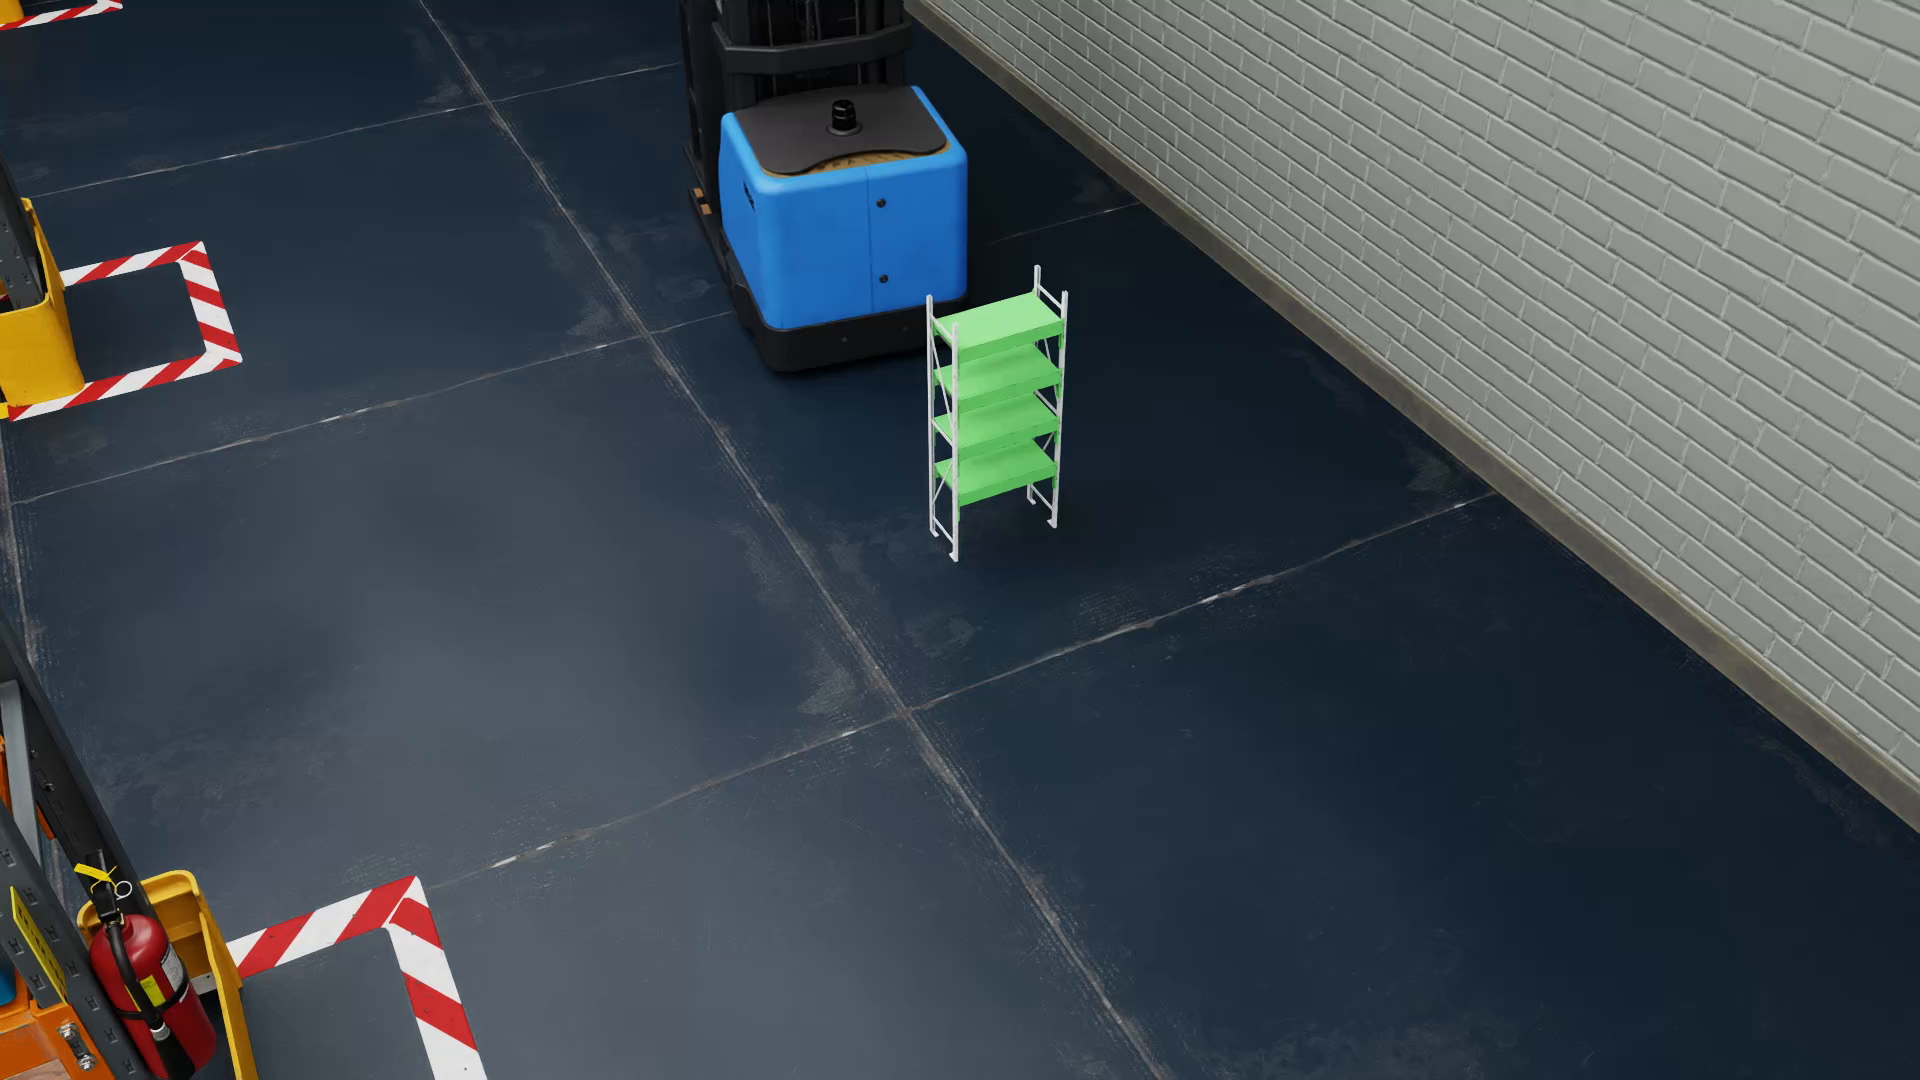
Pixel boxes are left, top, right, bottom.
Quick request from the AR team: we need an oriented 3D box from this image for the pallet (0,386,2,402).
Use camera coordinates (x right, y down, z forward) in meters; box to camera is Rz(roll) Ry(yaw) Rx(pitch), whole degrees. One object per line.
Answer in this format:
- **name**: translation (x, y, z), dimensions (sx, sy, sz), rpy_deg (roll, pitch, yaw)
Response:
- **pallet**: translation (-5.388, -0.850, 8.091), dimensions (1.213, 0.211, 1.003), rpy_deg (-19, 44, -21)

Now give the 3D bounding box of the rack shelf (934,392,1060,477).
- **rack shelf**: translation (0.147, -0.459, 6.962), dimensions (0.480, 0.148, 0.258), rpy_deg (-19, 44, -21)

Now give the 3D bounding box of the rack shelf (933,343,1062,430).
- **rack shelf**: translation (0.147, -0.642, 6.807), dimensions (0.480, 0.148, 0.258), rpy_deg (-19, 44, -21)

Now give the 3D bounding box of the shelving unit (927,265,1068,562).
- **shelving unit**: translation (0.147, -0.507, 6.921), dimensions (0.503, 1.200, 0.258), rpy_deg (-19, 44, -21)

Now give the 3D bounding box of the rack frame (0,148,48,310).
- **rack frame**: translation (-4.614, -2.176, 7.499), dimensions (0.127, 3.000, 1.000), rpy_deg (-19, 44, -21)

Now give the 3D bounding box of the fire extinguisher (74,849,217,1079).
- **fire extinguisher**: translation (-1.986, 1.051, 4.035), dimensions (0.183, 0.674, 0.296), rpy_deg (-19, 44, -21)

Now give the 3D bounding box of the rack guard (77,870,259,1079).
- **rack guard**: translation (-2.314, 1.603, 4.969), dimensions (0.348, 0.500, 1.175), rpy_deg (-19, 44, -21)

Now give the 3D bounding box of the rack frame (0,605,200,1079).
- **rack frame**: translation (-2.330, 0.664, 4.144), dimensions (0.127, 3.000, 1.000), rpy_deg (-19, 44, -21)

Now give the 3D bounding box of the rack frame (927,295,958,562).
- **rack frame**: translation (-0.070, -0.435, 6.835), dimensions (0.015, 1.200, 0.240), rpy_deg (-19, 44, -21)

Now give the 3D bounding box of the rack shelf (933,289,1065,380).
- **rack shelf**: translation (0.147, -0.825, 6.652), dimensions (0.480, 0.148, 0.258), rpy_deg (-19, 44, -21)

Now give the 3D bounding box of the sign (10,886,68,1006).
- **sign**: translation (-2.061, 0.912, 3.725), dimensions (0.005, 0.325, 0.100), rpy_deg (-19, 44, -21)

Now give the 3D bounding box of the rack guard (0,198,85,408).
- **rack guard**: translation (-4.682, -1.199, 8.279), dimensions (0.348, 0.500, 1.175), rpy_deg (-19, 44, -21)

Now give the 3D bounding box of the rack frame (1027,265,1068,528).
- **rack frame**: translation (0.363, -0.580, 7.007), dimensions (0.015, 1.200, 0.240), rpy_deg (-19, 44, -21)

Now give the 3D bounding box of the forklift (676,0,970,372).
- **forklift**: translation (-0.897, -2.899, 8.406), dimensions (1.130, 2.935, 3.031), rpy_deg (-12, 42, -14)

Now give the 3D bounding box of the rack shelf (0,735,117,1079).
- **rack shelf**: translation (-4.103, 1.535, 3.671), dimensions (4.000, 0.370, 1.077), rpy_deg (-19, 44, -21)

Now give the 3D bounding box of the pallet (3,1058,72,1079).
- **pallet**: translation (-3.079, 1.952, 4.781), dimensions (1.213, 0.211, 1.003), rpy_deg (-19, 44, -21)

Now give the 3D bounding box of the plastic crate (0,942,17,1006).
- **plastic crate**: translation (-2.540, 0.834, 3.869), dimensions (0.499, 0.435, 0.616), rpy_deg (-19, 44, -21)

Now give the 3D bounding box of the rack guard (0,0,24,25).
- **rack guard**: translation (-6.885, -4.066, 11.667), dimensions (0.348, 0.500, 1.175), rpy_deg (-19, 44, -21)

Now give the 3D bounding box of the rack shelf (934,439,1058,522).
- **rack shelf**: translation (0.147, -0.275, 7.117), dimensions (0.480, 0.148, 0.258), rpy_deg (-19, 44, -21)
